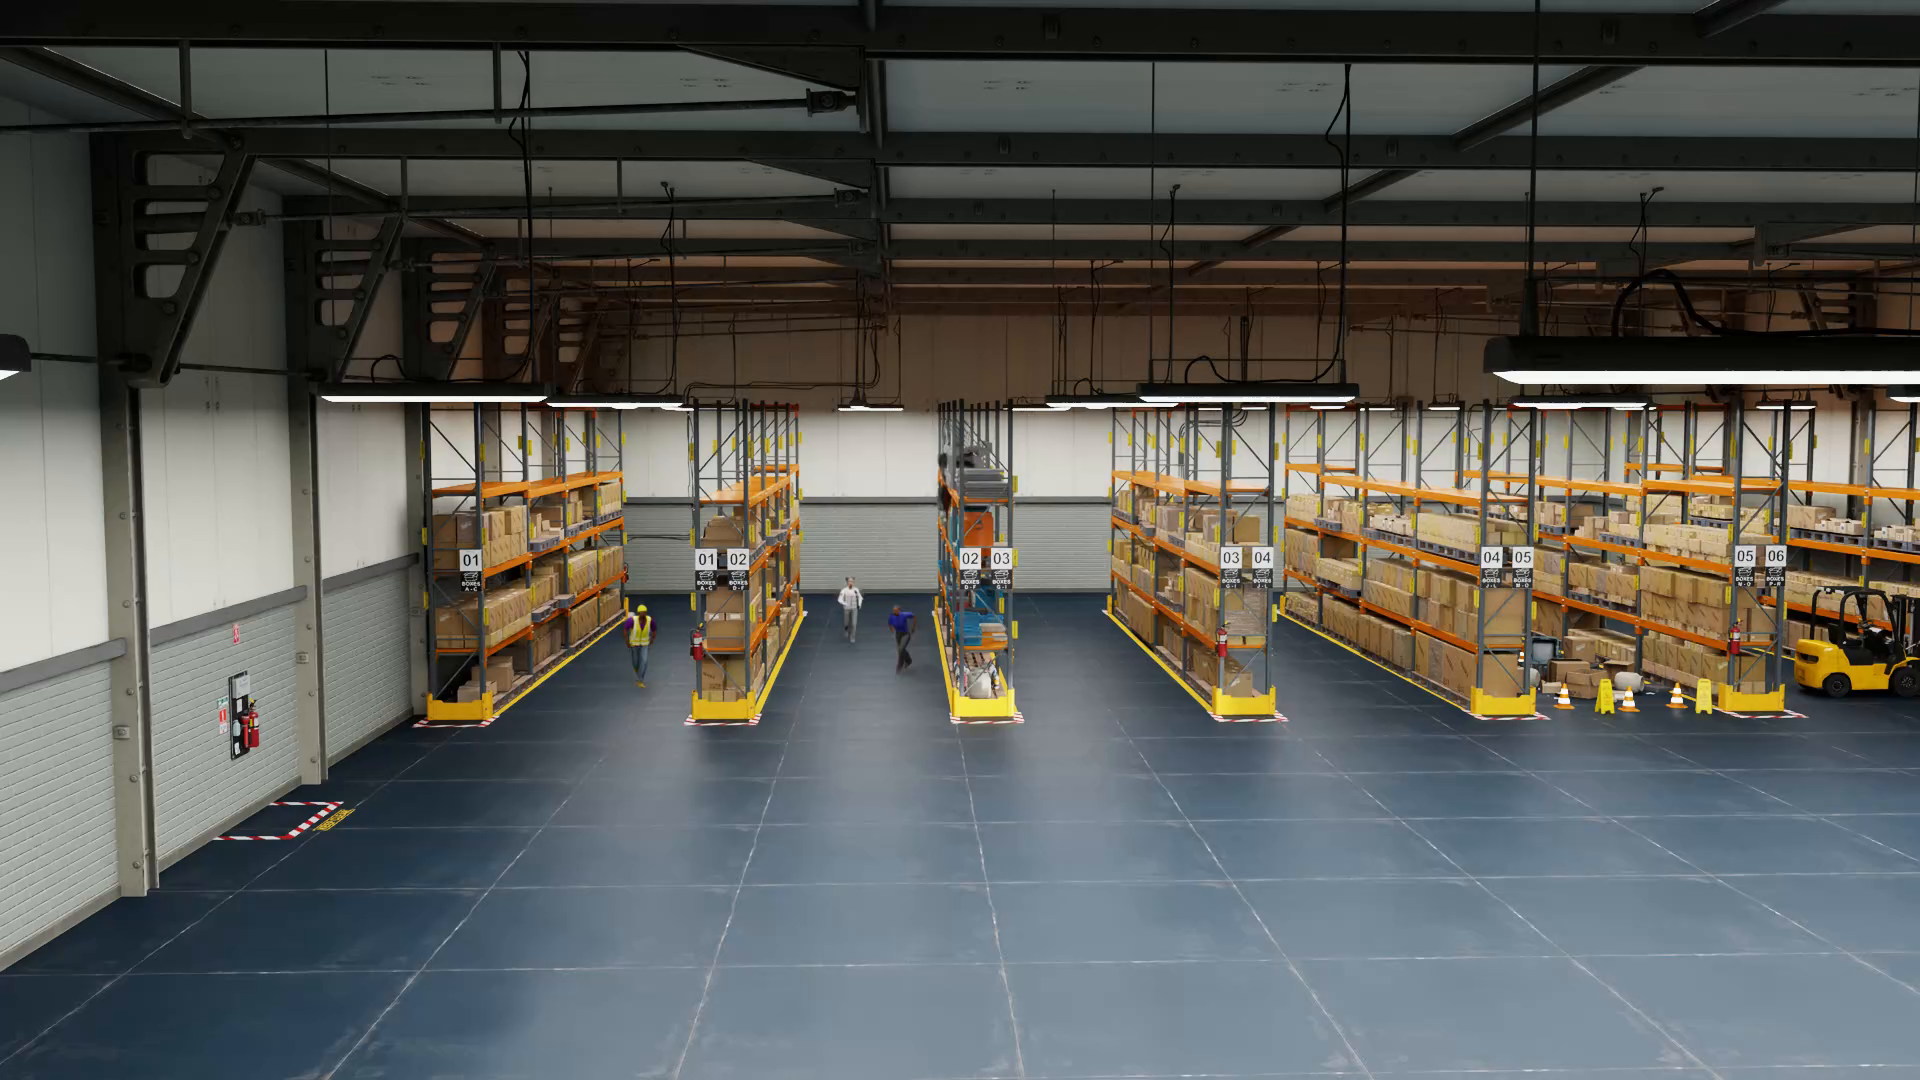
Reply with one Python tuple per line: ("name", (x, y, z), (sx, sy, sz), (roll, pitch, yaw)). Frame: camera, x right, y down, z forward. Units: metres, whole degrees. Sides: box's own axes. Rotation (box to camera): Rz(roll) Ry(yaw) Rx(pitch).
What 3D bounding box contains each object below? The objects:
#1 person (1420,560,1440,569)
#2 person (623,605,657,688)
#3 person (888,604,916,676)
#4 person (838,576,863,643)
("person", (13.836, 1.089, 49.254), (0.993, 1.770, 0.704), (0, 4, -3))
("person", (-6.748, 2.222, 35.102), (0.712, 1.742, 0.870), (-1, 5, -16))
("person", (-1.240, 2.183, 36.729), (0.618, 1.614, 0.958), (2, 5, 19))
("person", (-2.735, 1.729, 41.680), (0.625, 1.654, 0.723), (-1, 4, -11))
